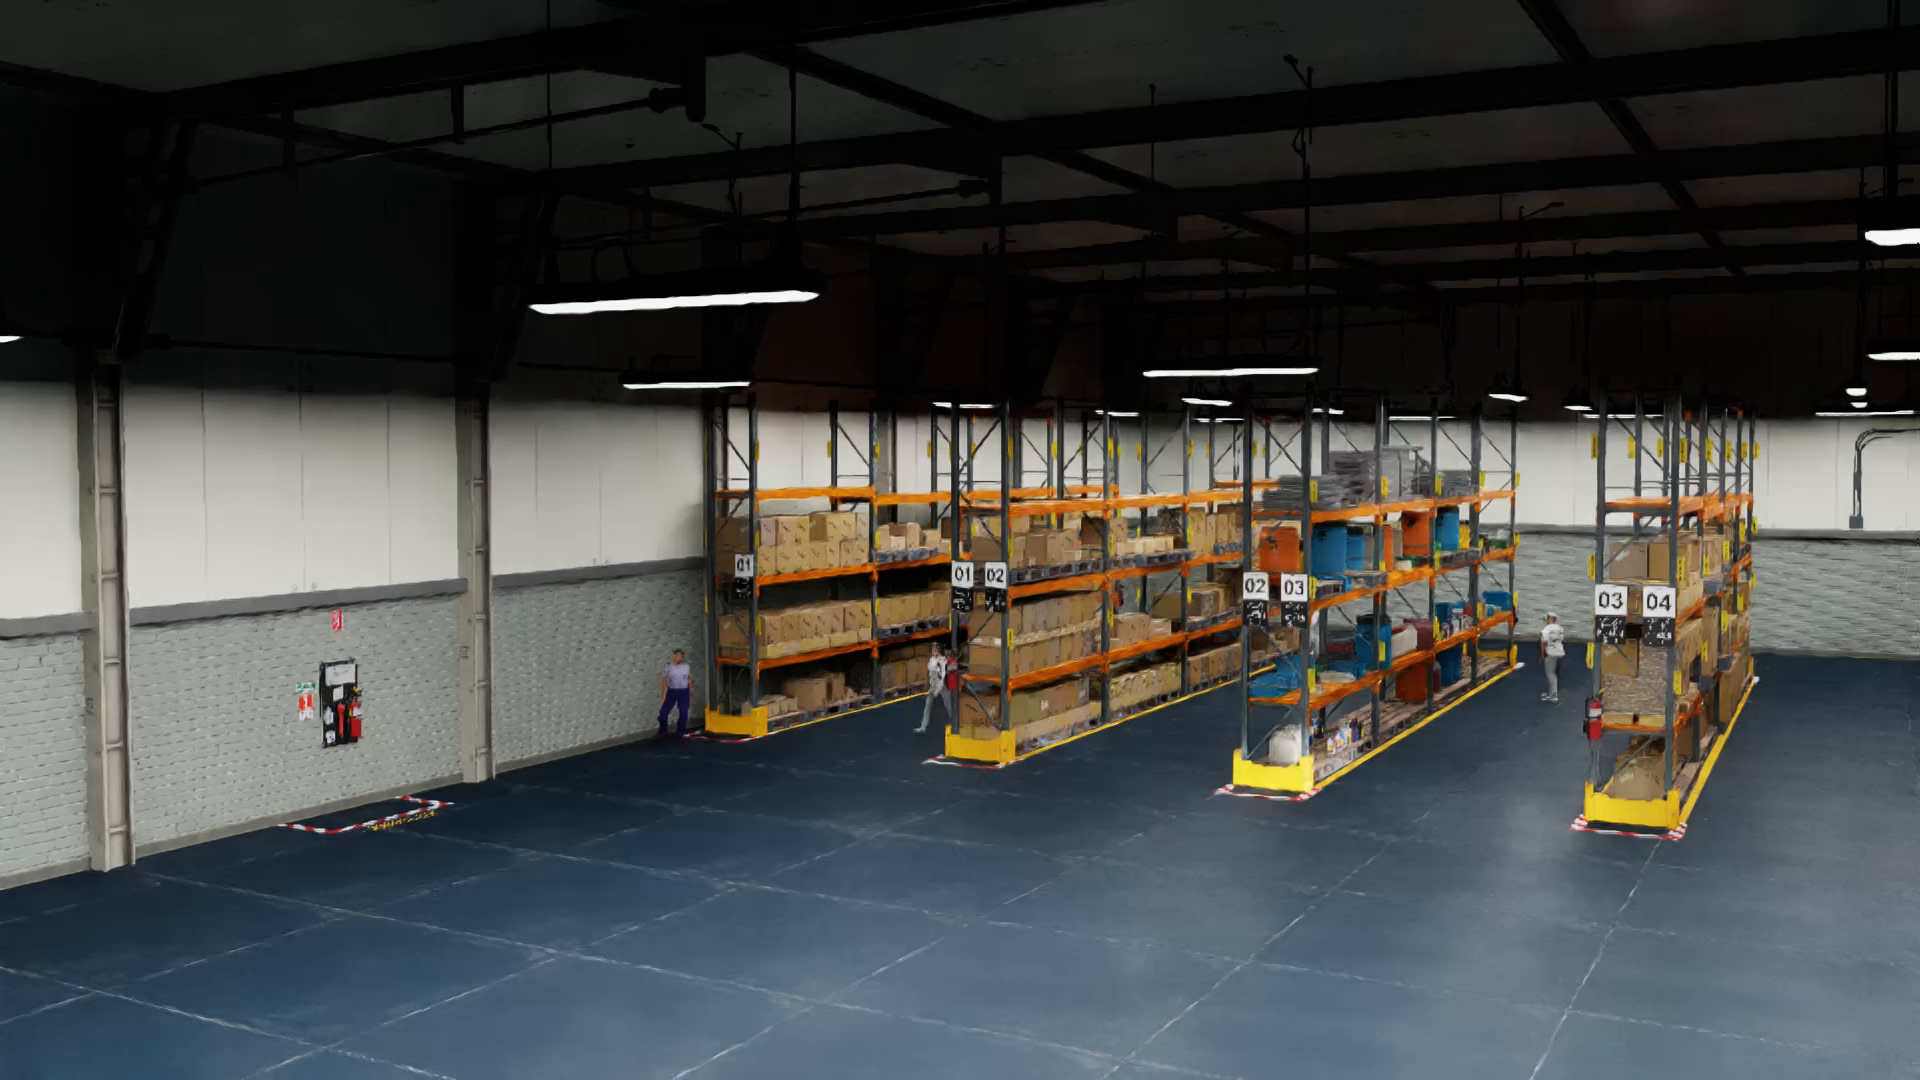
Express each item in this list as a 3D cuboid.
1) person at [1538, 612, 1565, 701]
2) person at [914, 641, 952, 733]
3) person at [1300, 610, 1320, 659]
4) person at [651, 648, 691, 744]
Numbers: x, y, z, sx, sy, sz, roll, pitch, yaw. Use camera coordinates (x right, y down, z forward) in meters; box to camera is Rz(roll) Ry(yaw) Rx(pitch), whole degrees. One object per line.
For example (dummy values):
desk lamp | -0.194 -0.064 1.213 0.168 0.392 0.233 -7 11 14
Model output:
person | 11.817 2.315 33.282 0.653 1.748 0.586 -2 4 -34
person | -0.376 2.588 29.344 0.482 1.621 0.996 2 4 38
person | 7.750 2.154 36.650 0.564 1.736 1.044 2 3 27
person | -4.926 2.654 28.354 0.673 1.640 0.507 -1 3 -14
